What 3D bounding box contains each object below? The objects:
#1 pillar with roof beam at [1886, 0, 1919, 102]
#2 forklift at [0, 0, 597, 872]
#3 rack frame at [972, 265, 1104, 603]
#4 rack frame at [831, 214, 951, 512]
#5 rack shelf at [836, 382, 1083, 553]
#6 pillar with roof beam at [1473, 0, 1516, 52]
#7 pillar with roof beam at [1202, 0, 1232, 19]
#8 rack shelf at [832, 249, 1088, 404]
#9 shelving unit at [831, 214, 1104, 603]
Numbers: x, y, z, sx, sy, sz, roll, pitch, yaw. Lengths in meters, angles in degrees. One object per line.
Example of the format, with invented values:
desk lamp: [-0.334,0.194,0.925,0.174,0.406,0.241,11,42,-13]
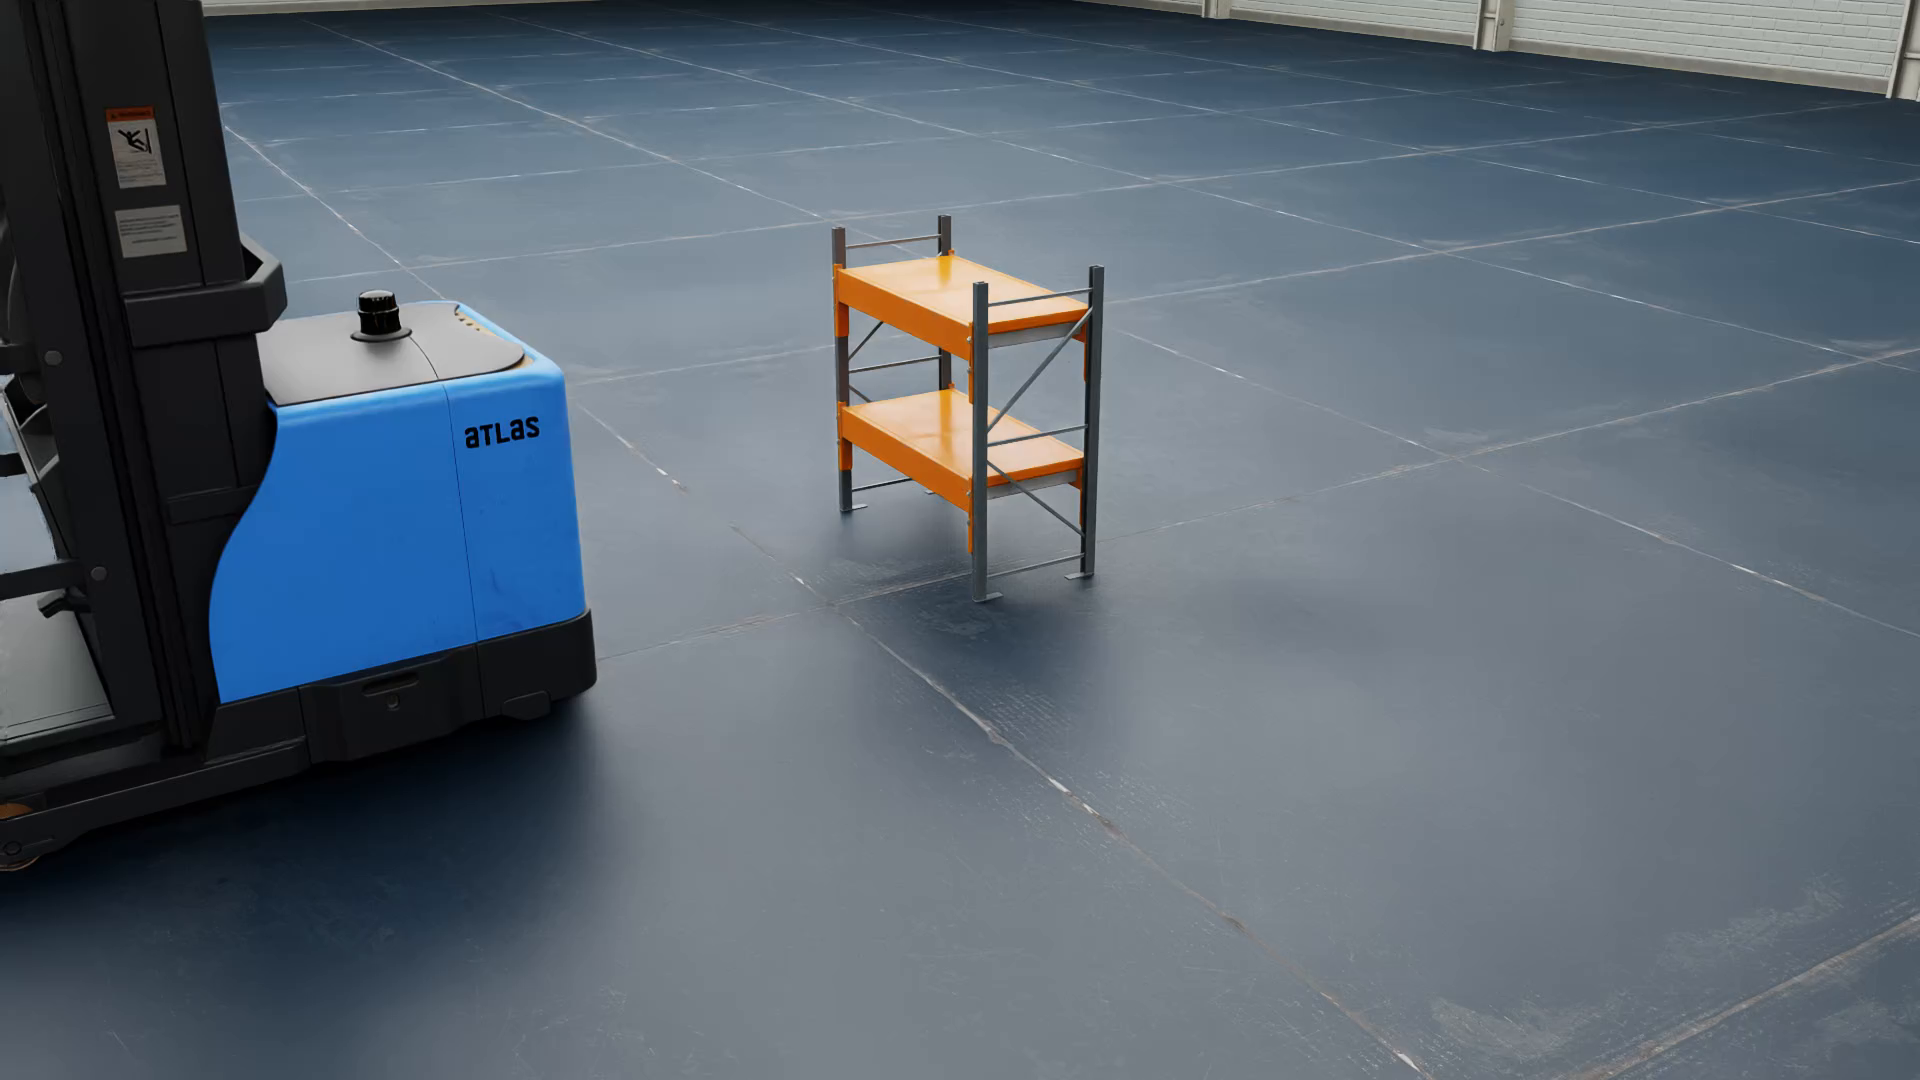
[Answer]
pillar with roof beam: [6.704,-8.170,14.461,9.100,9.000,0.400,-13,25,-28]
forklift: [-2.620,-0.701,4.144,3.031,2.935,1.130,-14,26,-30]
rack frame: [0.263,-0.354,5.689,0.500,1.125,0.032,-13,25,-28]
rack frame: [-0.256,-0.683,6.499,0.500,1.125,0.032,-13,25,-28]
rack shelf: [0.003,-0.292,6.186,0.538,0.278,1.000,-13,25,-28]
pillar with roof beam: [3.639,-10.112,19.239,9.100,9.000,0.400,-13,25,-28]
pillar with roof beam: [0.574,-12.054,24.018,9.100,9.000,0.400,-13,25,-28]
rack shelf: [0.003,-0.790,5.984,0.538,0.278,1.000,-13,25,-28]
shelving unit: [0.003,-0.519,6.094,0.538,1.125,1.048,-13,25,-28]
